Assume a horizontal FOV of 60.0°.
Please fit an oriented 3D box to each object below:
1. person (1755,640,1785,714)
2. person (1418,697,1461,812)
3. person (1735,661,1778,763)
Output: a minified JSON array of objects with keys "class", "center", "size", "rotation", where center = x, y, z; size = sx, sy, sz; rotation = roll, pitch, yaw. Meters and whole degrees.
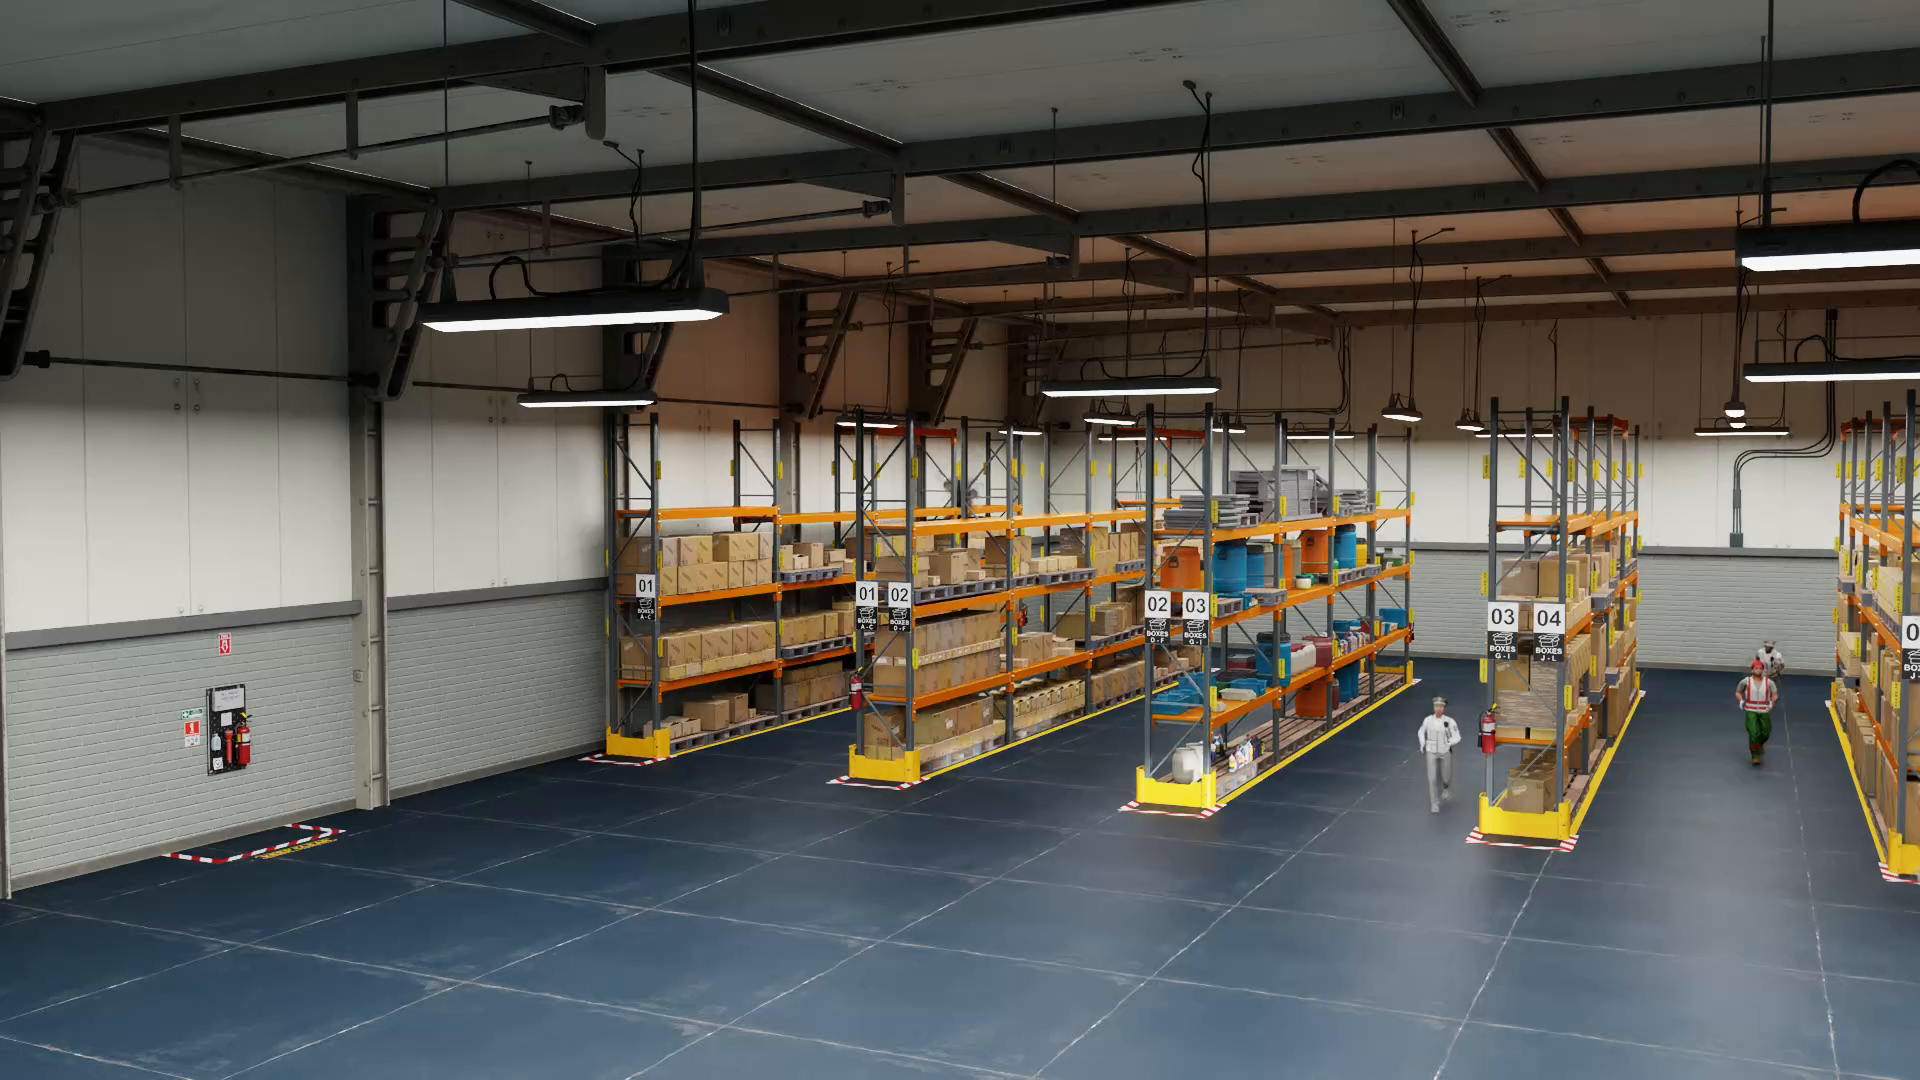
[{"class":"person","center":[16.752,2.817,34.366],"size":[0.569,1.566,0.958],"rotation":[2,3,36]},{"class":"person","center":[7.058,3.130,24.530],"size":[0.625,1.649,0.767],"rotation":[1,3,22]},{"class":"person","center":[13.629,2.933,28.465],"size":[0.650,1.743,0.709],"rotation":[1,3,20]}]
